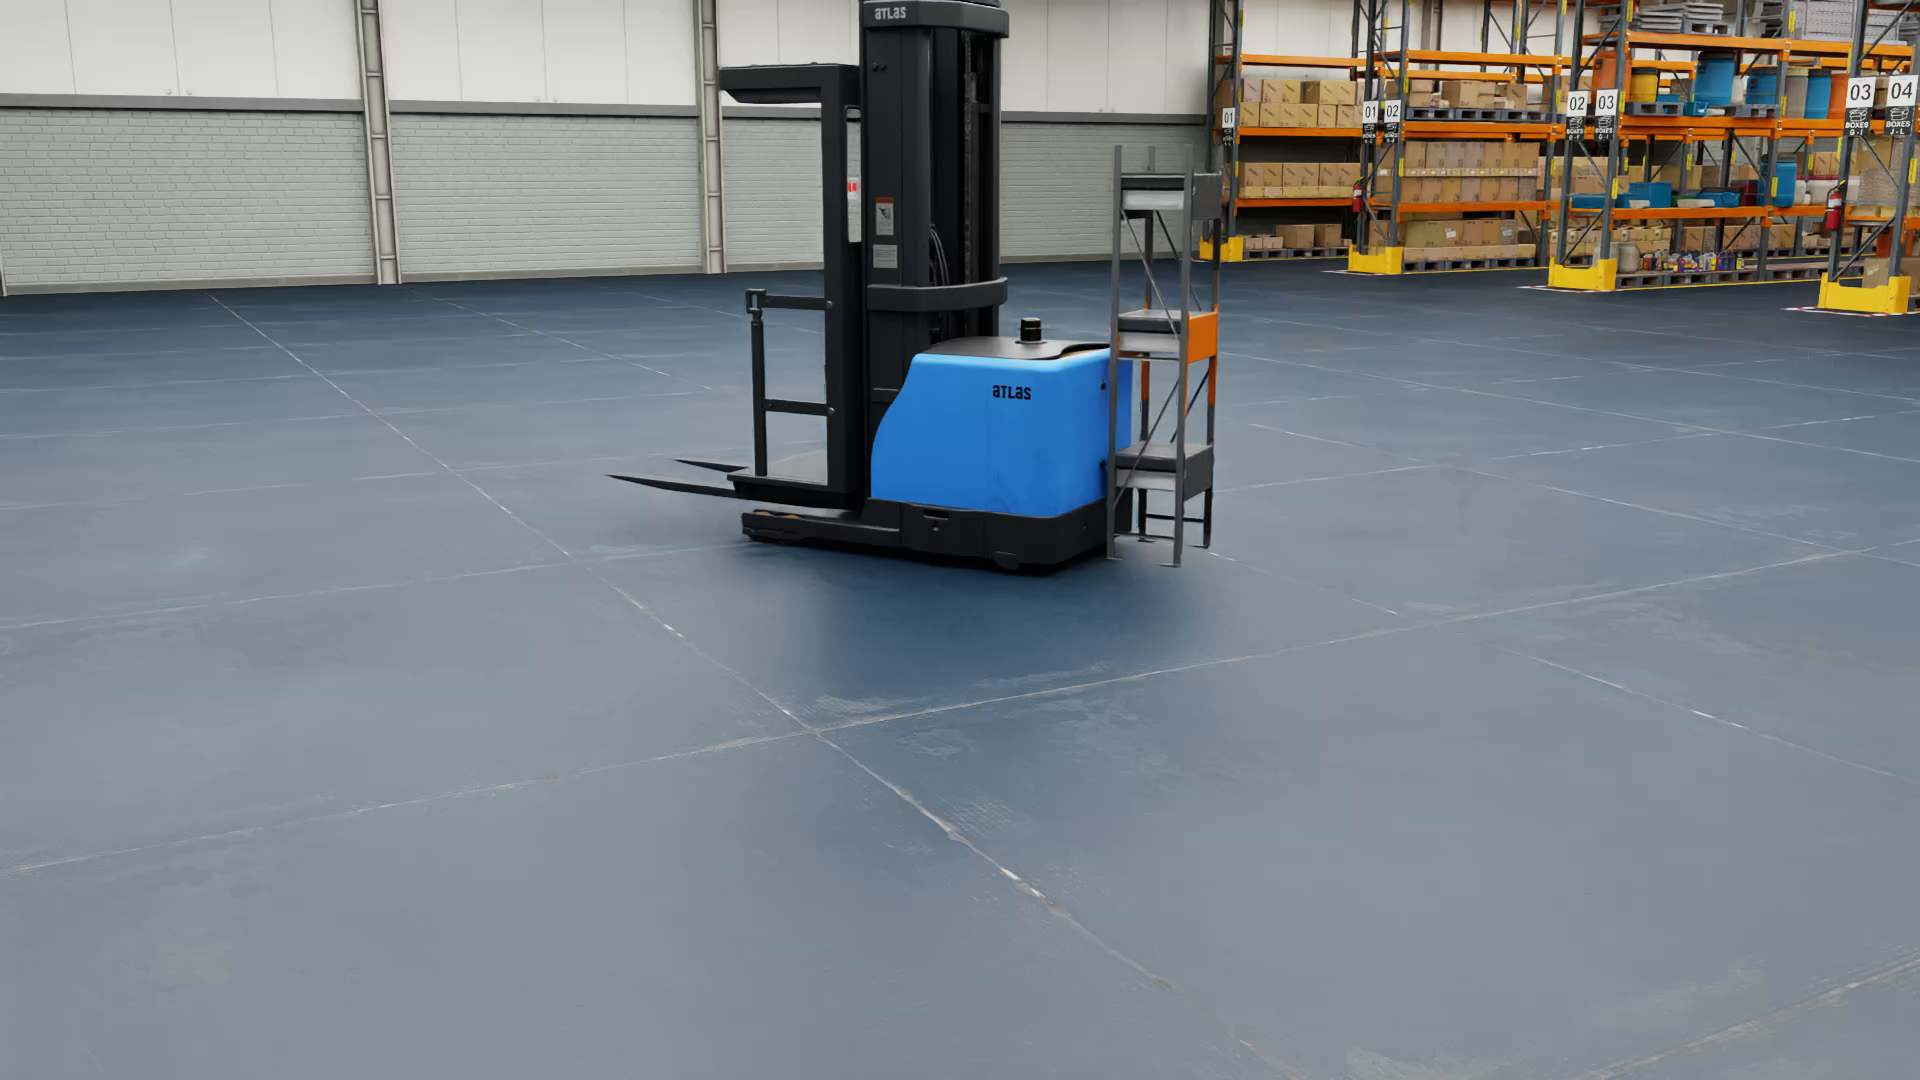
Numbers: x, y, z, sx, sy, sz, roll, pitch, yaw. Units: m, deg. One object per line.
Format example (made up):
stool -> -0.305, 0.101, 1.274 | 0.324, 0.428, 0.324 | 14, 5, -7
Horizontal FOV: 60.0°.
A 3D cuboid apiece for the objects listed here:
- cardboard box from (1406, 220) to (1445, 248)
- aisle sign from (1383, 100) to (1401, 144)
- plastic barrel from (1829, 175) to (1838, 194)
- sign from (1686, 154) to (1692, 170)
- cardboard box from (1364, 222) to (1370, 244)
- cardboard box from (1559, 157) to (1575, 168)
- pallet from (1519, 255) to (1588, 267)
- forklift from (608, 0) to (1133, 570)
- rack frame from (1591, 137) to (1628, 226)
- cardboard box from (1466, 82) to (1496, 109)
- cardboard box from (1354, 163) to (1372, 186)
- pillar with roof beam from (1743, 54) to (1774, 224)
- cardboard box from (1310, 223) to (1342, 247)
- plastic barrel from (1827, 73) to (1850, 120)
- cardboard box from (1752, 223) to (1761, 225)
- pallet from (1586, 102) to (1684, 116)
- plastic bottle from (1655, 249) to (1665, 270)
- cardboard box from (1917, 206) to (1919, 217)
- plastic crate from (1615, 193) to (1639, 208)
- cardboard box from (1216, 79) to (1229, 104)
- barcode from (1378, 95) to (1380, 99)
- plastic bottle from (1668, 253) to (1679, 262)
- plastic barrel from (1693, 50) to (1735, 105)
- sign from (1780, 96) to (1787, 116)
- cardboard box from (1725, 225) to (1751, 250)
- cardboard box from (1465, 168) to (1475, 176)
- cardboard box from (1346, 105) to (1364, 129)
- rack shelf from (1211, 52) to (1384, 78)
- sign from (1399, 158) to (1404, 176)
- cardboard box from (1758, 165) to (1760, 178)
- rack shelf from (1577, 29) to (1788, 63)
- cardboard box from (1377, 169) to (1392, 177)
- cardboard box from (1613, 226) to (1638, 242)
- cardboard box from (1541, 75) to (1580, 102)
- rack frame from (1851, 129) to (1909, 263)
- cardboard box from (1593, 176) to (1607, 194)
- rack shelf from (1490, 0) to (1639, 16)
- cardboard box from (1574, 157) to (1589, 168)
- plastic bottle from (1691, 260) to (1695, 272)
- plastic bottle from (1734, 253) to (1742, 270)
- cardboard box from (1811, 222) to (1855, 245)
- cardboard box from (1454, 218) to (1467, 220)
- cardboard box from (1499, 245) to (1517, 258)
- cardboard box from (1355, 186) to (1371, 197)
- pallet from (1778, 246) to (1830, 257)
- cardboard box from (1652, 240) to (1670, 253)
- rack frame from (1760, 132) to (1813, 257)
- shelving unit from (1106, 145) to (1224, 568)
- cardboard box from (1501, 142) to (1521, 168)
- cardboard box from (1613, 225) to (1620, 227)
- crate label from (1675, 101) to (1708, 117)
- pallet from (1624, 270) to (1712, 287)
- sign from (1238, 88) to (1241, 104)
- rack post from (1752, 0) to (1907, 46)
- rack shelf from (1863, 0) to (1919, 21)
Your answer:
cardboard box -> 9.028, -5.933, 32.237 | 0.500, 0.500, 0.500 | -7, 14, -28
aisle sign -> 8.102, -7.839, 31.189 | 0.004, 0.787, 0.394 | -7, 14, -28
plastic barrel -> 15.862, -6.350, 30.184 | 0.433, 0.535, 0.433 | 0, 13, 0
sign -> 15.303, -7.937, 34.907 | 0.005, 0.325, 0.100 | -7, 14, -28
cardboard box -> 9.785, -7.088, 38.462 | 0.500, 0.500, 0.700 | -6, 14, -26
cardboard box -> 14.533, -9.165, 40.344 | 0.500, 0.250, 0.500 | -7, 15, -29
pallet -> 12.151, -5.782, 34.322 | 1.213, 0.211, 1.003 | -7, 14, -28
forklift -> -0.601, -1.493, 9.067 | 3.031, 2.935, 1.130 | 7, 15, 29
rack frame -> 16.168, -8.854, 41.617 | 0.127, 3.000, 1.000 | -7, 14, -28
cardboard box -> 10.017, -8.696, 32.574 | 0.637, 0.503, 0.797 | -5, 14, -22
cardboard box -> 8.880, -8.205, 37.324 | 0.500, 0.500, 0.500 | -7, 14, -28
pillar with roof beam -> 23.697, -11.822, 41.145 | 0.548, 9.000, 9.100 | -7, 14, -28
cardboard box -> 8.255, -6.890, 37.585 | 0.500, 0.500, 0.500 | -8, 15, -32
plastic barrel -> 16.005, -8.083, 30.384 | 0.708, 0.830, 0.600 | -7, 14, -28
cardboard box -> 18.004, -6.890, 37.586 | 0.500, 0.500, 0.500 | -8, 15, -30
pallet -> 11.156, -7.121, 27.519 | 1.213, 0.211, 1.003 | -7, 14, -28
plastic bottle -> 12.284, -4.936, 29.241 | 0.185, 0.351, 0.144 | -6, 14, -26
cardboard box -> 13.349, -4.611, 23.340 | 0.250, 0.149, 0.380 | -7, 14, -28
plastic crate -> 11.251, -5.787, 28.330 | 0.408, 0.251, 0.499 | -7, 14, -28
cardboard box -> 5.889, -9.697, 35.981 | 0.500, 0.500, 0.500 | -6, 14, -25
barcode -> 8.046, -8.508, 31.929 | 0.075, 0.075, 0.001 | -7, 14, -28
plastic bottle -> 12.540, -4.893, 29.221 | 0.135, 0.276, 0.152 | -7, 14, -28
plastic barrel -> 12.969, -7.931, 28.590 | 0.708, 0.901, 0.600 | -7, 14, -28
sign -> 14.147, -7.463, 28.588 | 0.005, 0.325, 0.100 | -7, 14, -28
cardboard box -> 16.926, -6.630, 36.430 | 0.500, 0.500, 0.500 | -7, 15, -30
cardboard box -> 9.810, -7.163, 32.402 | 0.250, 0.149, 0.380 | -7, 14, -27
cardboard box -> 8.820, -9.433, 37.086 | 0.500, 0.500, 0.500 | -6, 14, -26
rack shelf -> 7.391, -10.376, 36.364 | 4.000, 0.370, 1.077 | -7, 14, -28
sign -> 8.273, -6.990, 31.186 | 0.005, 0.325, 0.100 | -7, 14, -28
cardboard box -> 17.449, -8.062, 36.915 | 0.500, 0.500, 0.700 | -4, 13, -19
rack shelf -> 12.138, -8.273, 27.924 | 4.000, 0.370, 1.077 | -7, 14, -28
cardboard box -> 8.256, -7.079, 32.027 | 0.250, 0.149, 0.380 | -7, 15, -29
cardboard box -> 13.795, -6.404, 34.764 | 0.500, 0.311, 0.500 | -7, 14, -28
cardboard box -> 12.084, -9.076, 33.451 | 0.500, 0.500, 0.500 | -7, 14, -27
rack frame -> 17.404, -6.523, 31.264 | 0.127, 3.000, 1.000 | -7, 14, -28
cardboard box -> 13.107, -7.292, 34.452 | 0.500, 0.500, 0.500 | -7, 14, -28
rack shelf -> 14.413, -12.840, 39.738 | 4.000, 0.370, 1.077 | -7, 14, -28
cardboard box -> 14.980, -9.219, 40.583 | 0.500, 0.250, 0.500 | -7, 14, -27
plastic bottle -> 12.599, -4.719, 28.617 | 0.097, 0.201, 0.097 | 0, 13, 0
plastic bottle -> 13.629, -4.878, 29.137 | 0.133, 0.283, 0.061 | -6, 14, -25
cardboard box -> 20.192, -7.095, 38.486 | 0.637, 0.503, 0.797 | -7, 14, -28
cardboard box -> 10.089, -6.193, 33.395 | 0.500, 0.500, 0.500 | -7, 14, -28
cardboard box -> 10.777, -5.779, 33.264 | 0.500, 0.250, 0.500 | -7, 14, -28
cardboard box -> 8.876, -7.840, 37.411 | 0.500, 0.250, 0.500 | -7, 14, -28
pallet -> 19.148, -6.611, 38.004 | 1.213, 0.211, 1.003 | -7, 14, -28
cardboard box -> 14.689, -6.240, 35.308 | 0.500, 0.250, 0.500 | -6, 14, -27
rack frame -> 18.545, -7.899, 37.377 | 0.127, 3.000, 1.000 | -7, 14, -28
shelving unit -> 1.051, -0.950, 8.548 | 0.431, 2.100, 0.503 | 6, 14, 25
cardboard box -> 10.694, -7.638, 33.034 | 0.500, 0.500, 0.700 | -7, 14, -28
cardboard box -> 13.977, -6.560, 35.456 | 0.500, 0.311, 0.500 | -7, 15, -29
crate label -> 12.184, -7.206, 27.803 | 0.408, 0.251, 0.502 | -7, 14, -28
pallet -> 12.212, -4.550, 28.848 | 1.213, 0.211, 1.003 | -7, 14, -28
sign -> 5.896, -9.376, 35.118 | 0.005, 0.325, 0.100 | -7, 14, -28
rack post -> 15.581, -9.351, 29.708 | 3.121, 1.000, 1.013 | -7, 14, -28
rack shelf -> 14.511, -7.512, 23.639 | 4.000, 0.370, 1.077 | -7, 14, -28
